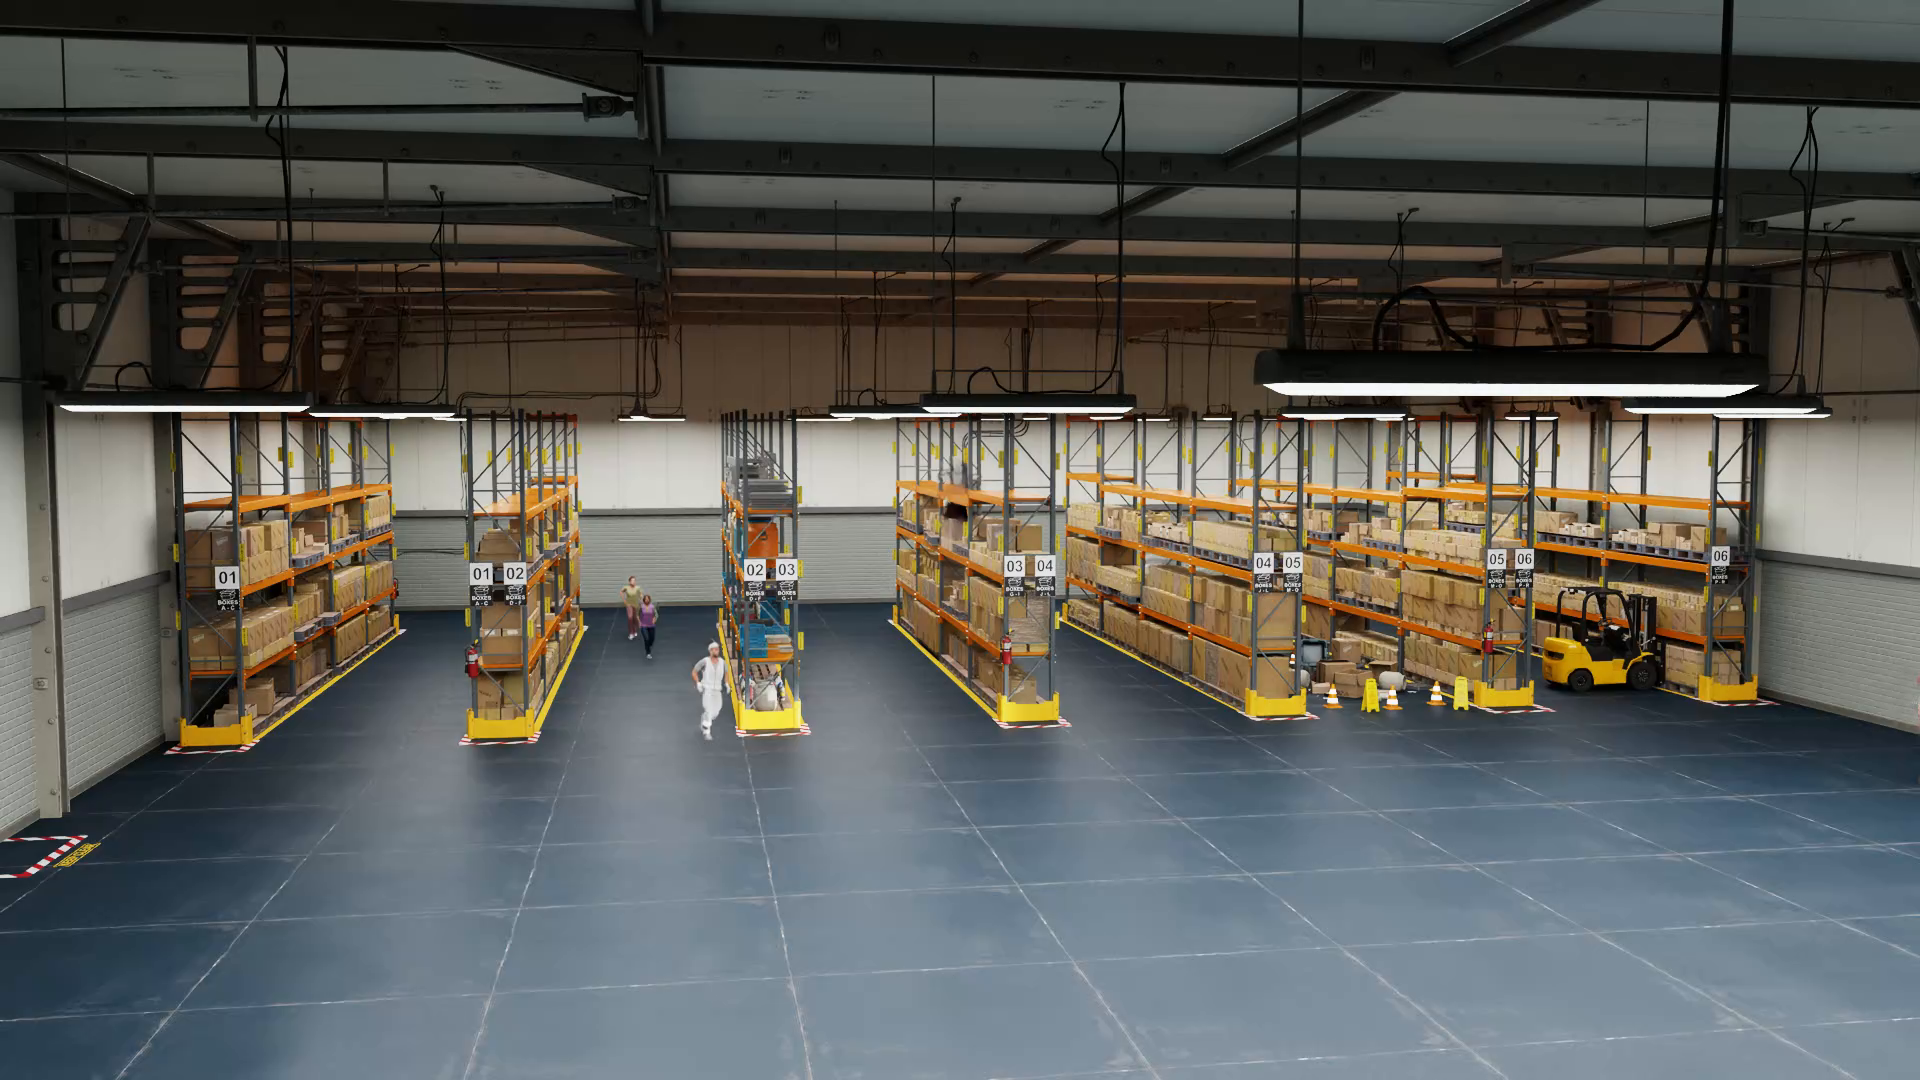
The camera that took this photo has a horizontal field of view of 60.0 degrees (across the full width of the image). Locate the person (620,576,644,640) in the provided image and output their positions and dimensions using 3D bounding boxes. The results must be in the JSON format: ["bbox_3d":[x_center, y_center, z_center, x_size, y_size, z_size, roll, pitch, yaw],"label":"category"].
[{"bbox_3d":[-8.736,1.796,44.366,0.607,1.680,0.833,-2,4,-21],"label":"person"}]

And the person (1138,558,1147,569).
[{"bbox_3d":[5.552,1.356,50.243,0.724,1.762,0.682,-1,4,-8],"label":"person"}]

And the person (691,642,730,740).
[{"bbox_3d":[-4.551,2.741,30.398,0.715,1.742,0.602,-2,5,-32],"label":"person"}]

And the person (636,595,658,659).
[{"bbox_3d":[-7.646,2.112,40.629,0.529,1.556,0.602,-1,4,-16],"label":"person"}]
